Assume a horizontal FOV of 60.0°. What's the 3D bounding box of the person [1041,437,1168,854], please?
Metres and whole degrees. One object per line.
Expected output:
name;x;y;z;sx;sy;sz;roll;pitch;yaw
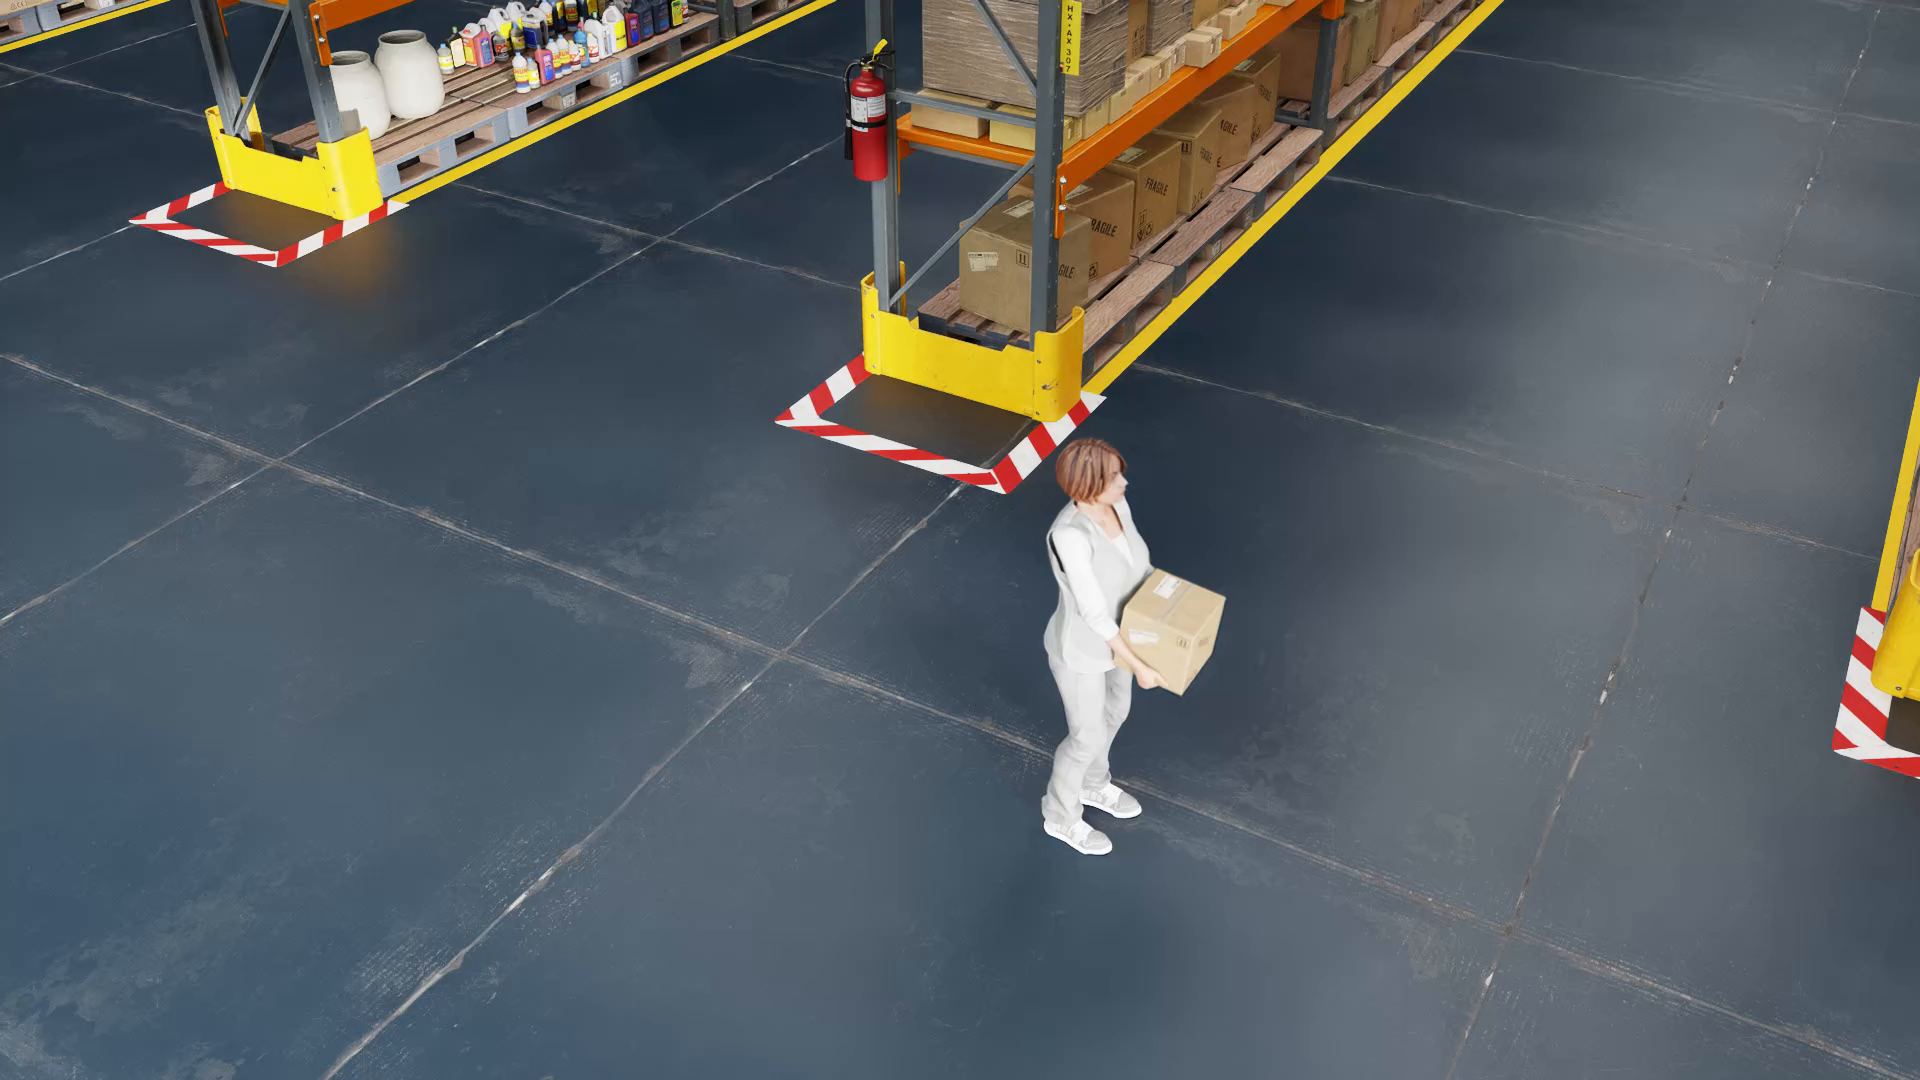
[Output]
person;0.526;0.386;5.597;0.495;1.588;0.406;18;39;24
